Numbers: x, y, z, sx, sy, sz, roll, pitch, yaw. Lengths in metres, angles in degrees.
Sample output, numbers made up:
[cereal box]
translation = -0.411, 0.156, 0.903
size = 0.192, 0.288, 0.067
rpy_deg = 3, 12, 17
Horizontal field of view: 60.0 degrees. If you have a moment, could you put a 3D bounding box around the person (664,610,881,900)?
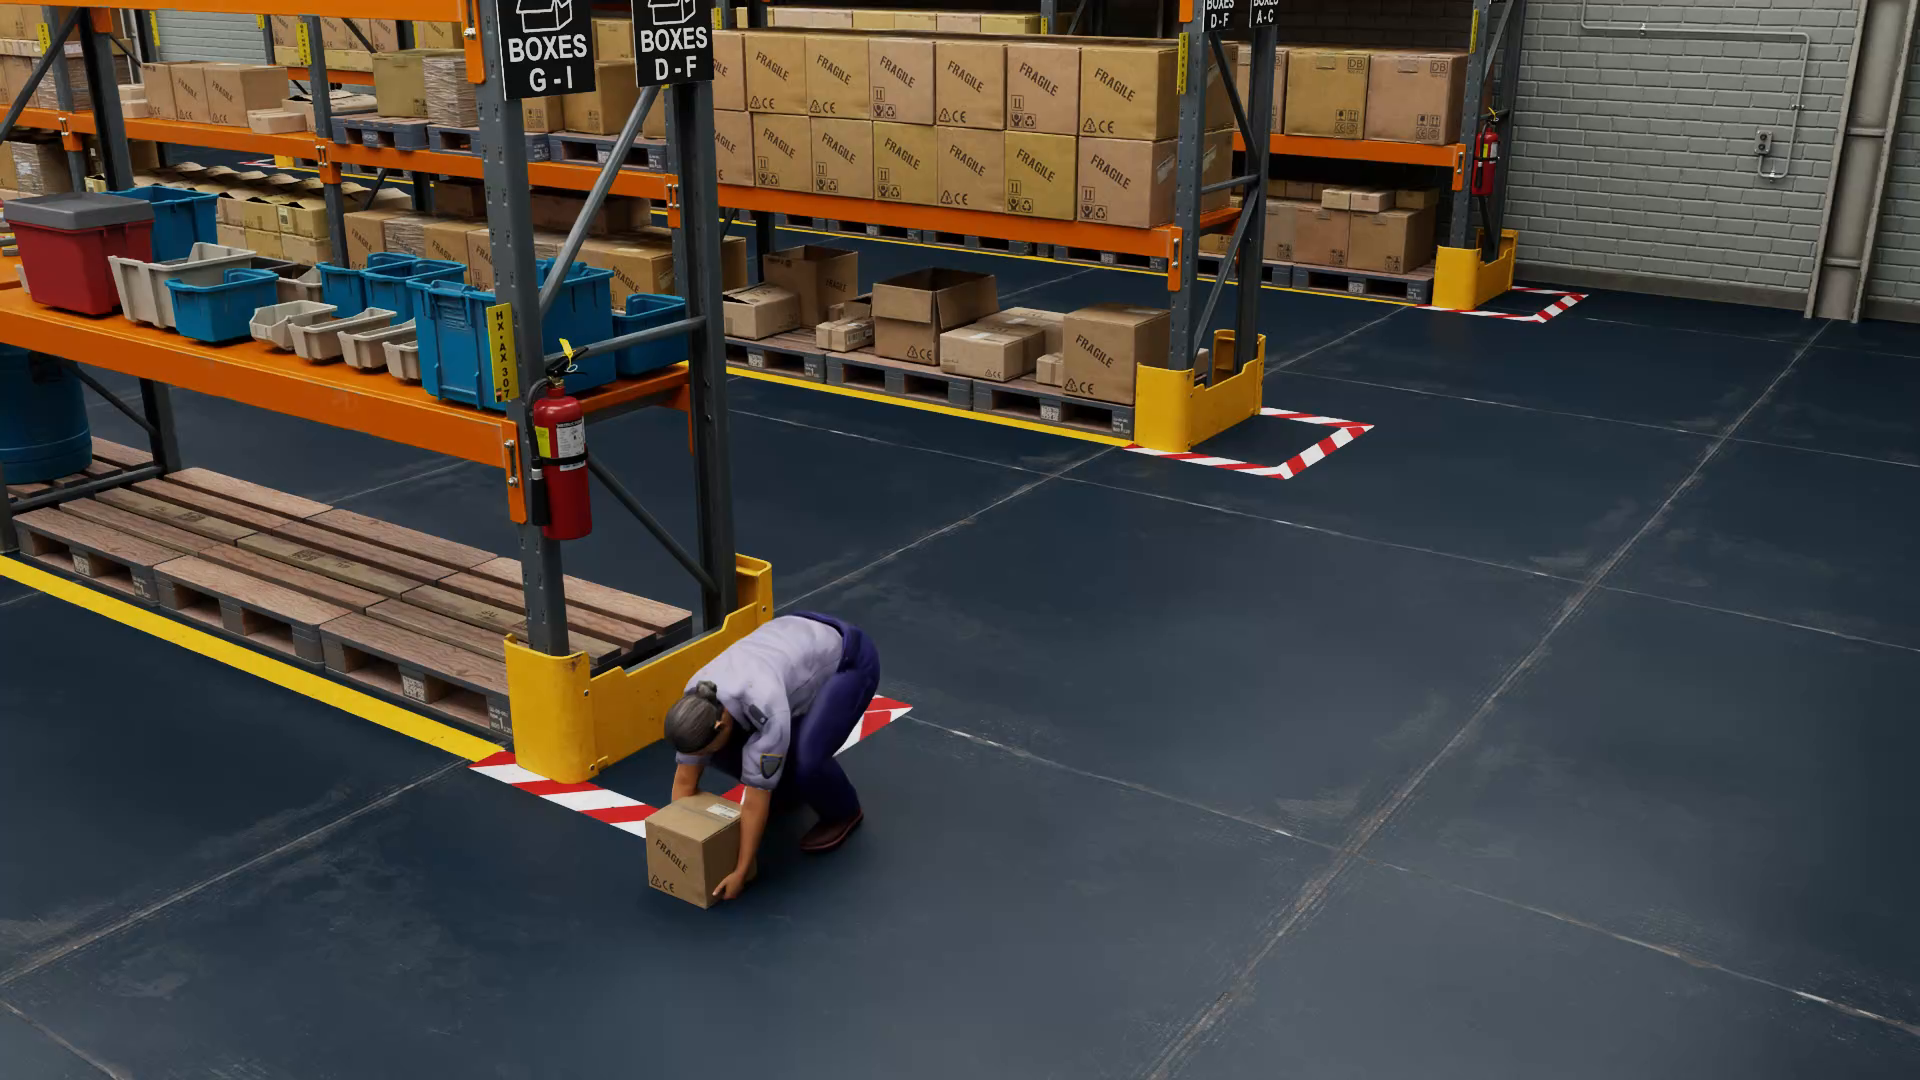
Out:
[person]
translation = -0.639, 0.686, 5.547
size = 0.516, 0.763, 0.905
rpy_deg = 14, 24, 33
